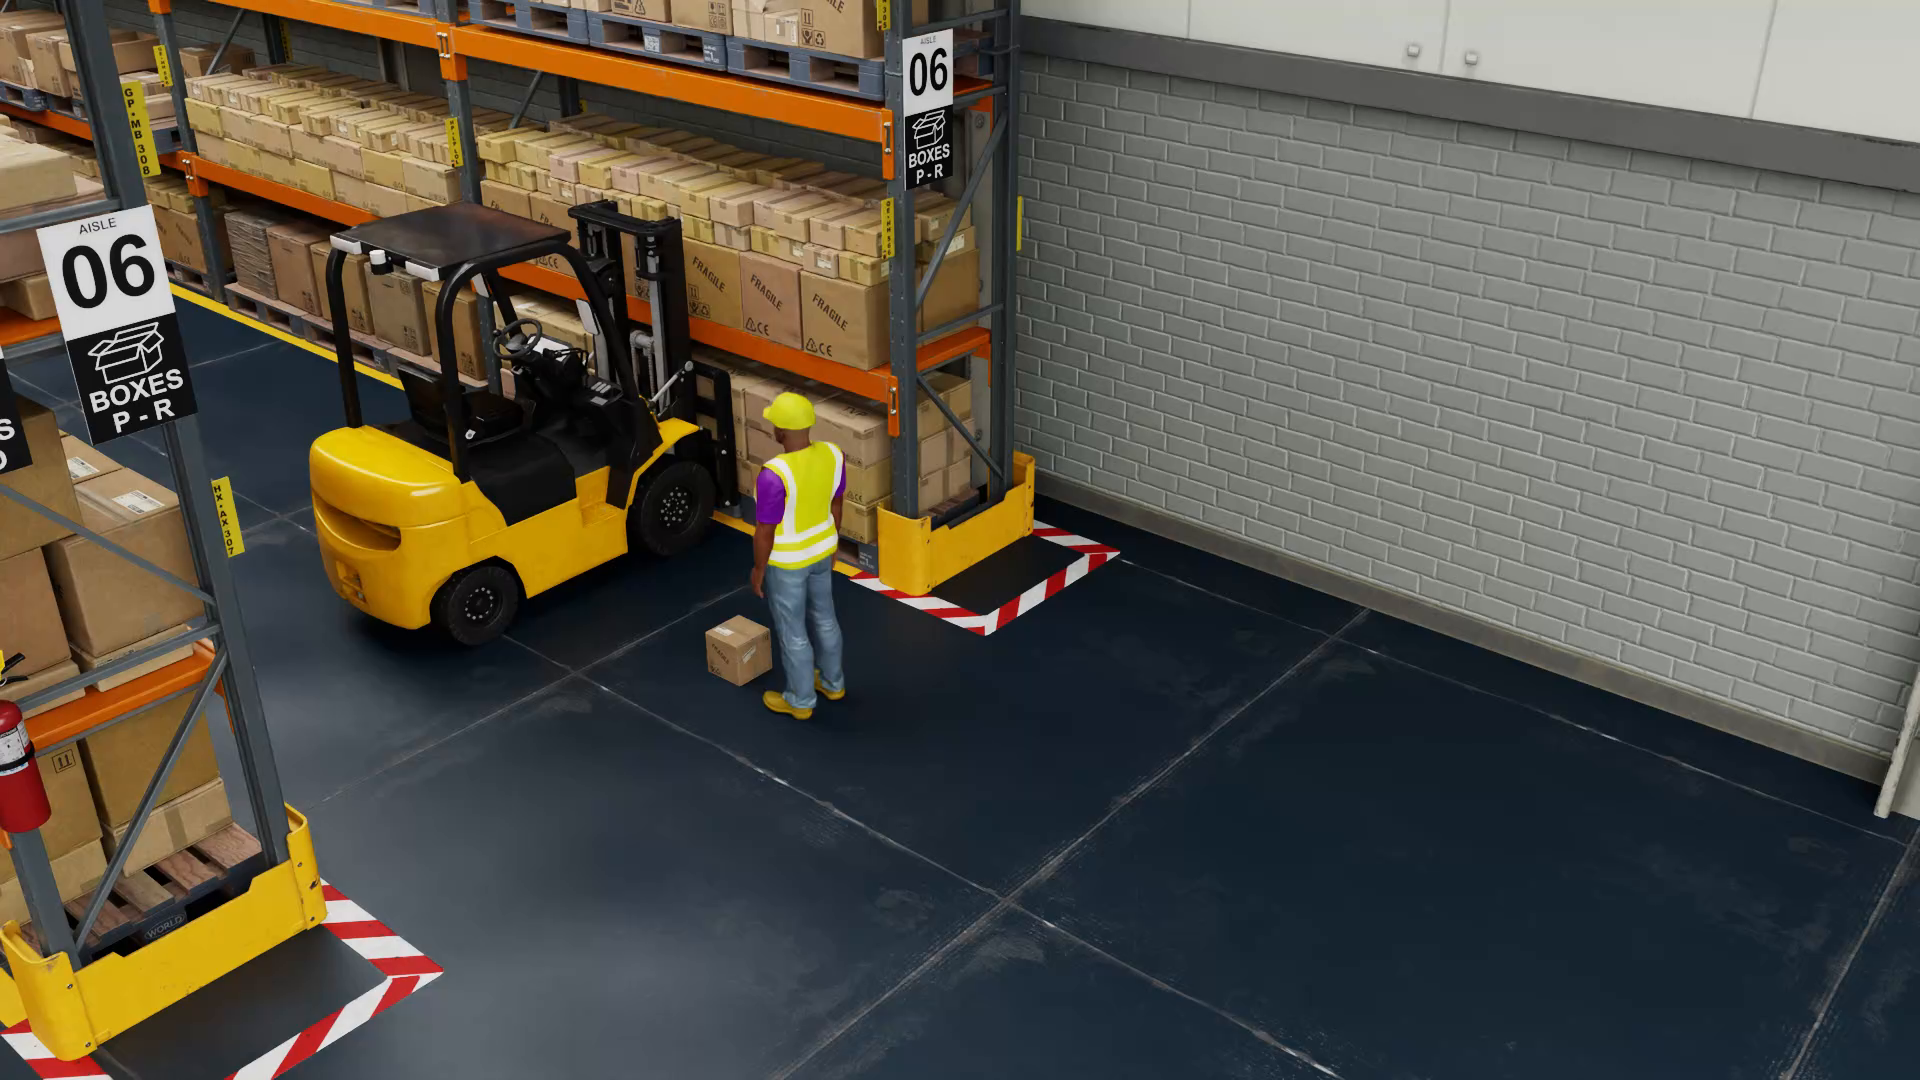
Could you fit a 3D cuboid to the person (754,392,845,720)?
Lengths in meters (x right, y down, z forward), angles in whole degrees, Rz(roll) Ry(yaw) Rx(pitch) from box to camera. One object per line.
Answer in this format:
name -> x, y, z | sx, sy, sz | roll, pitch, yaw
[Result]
person -> -0.815, 0.069, 8.450 | 0.352, 1.765, 0.455 | 22, 34, 36
